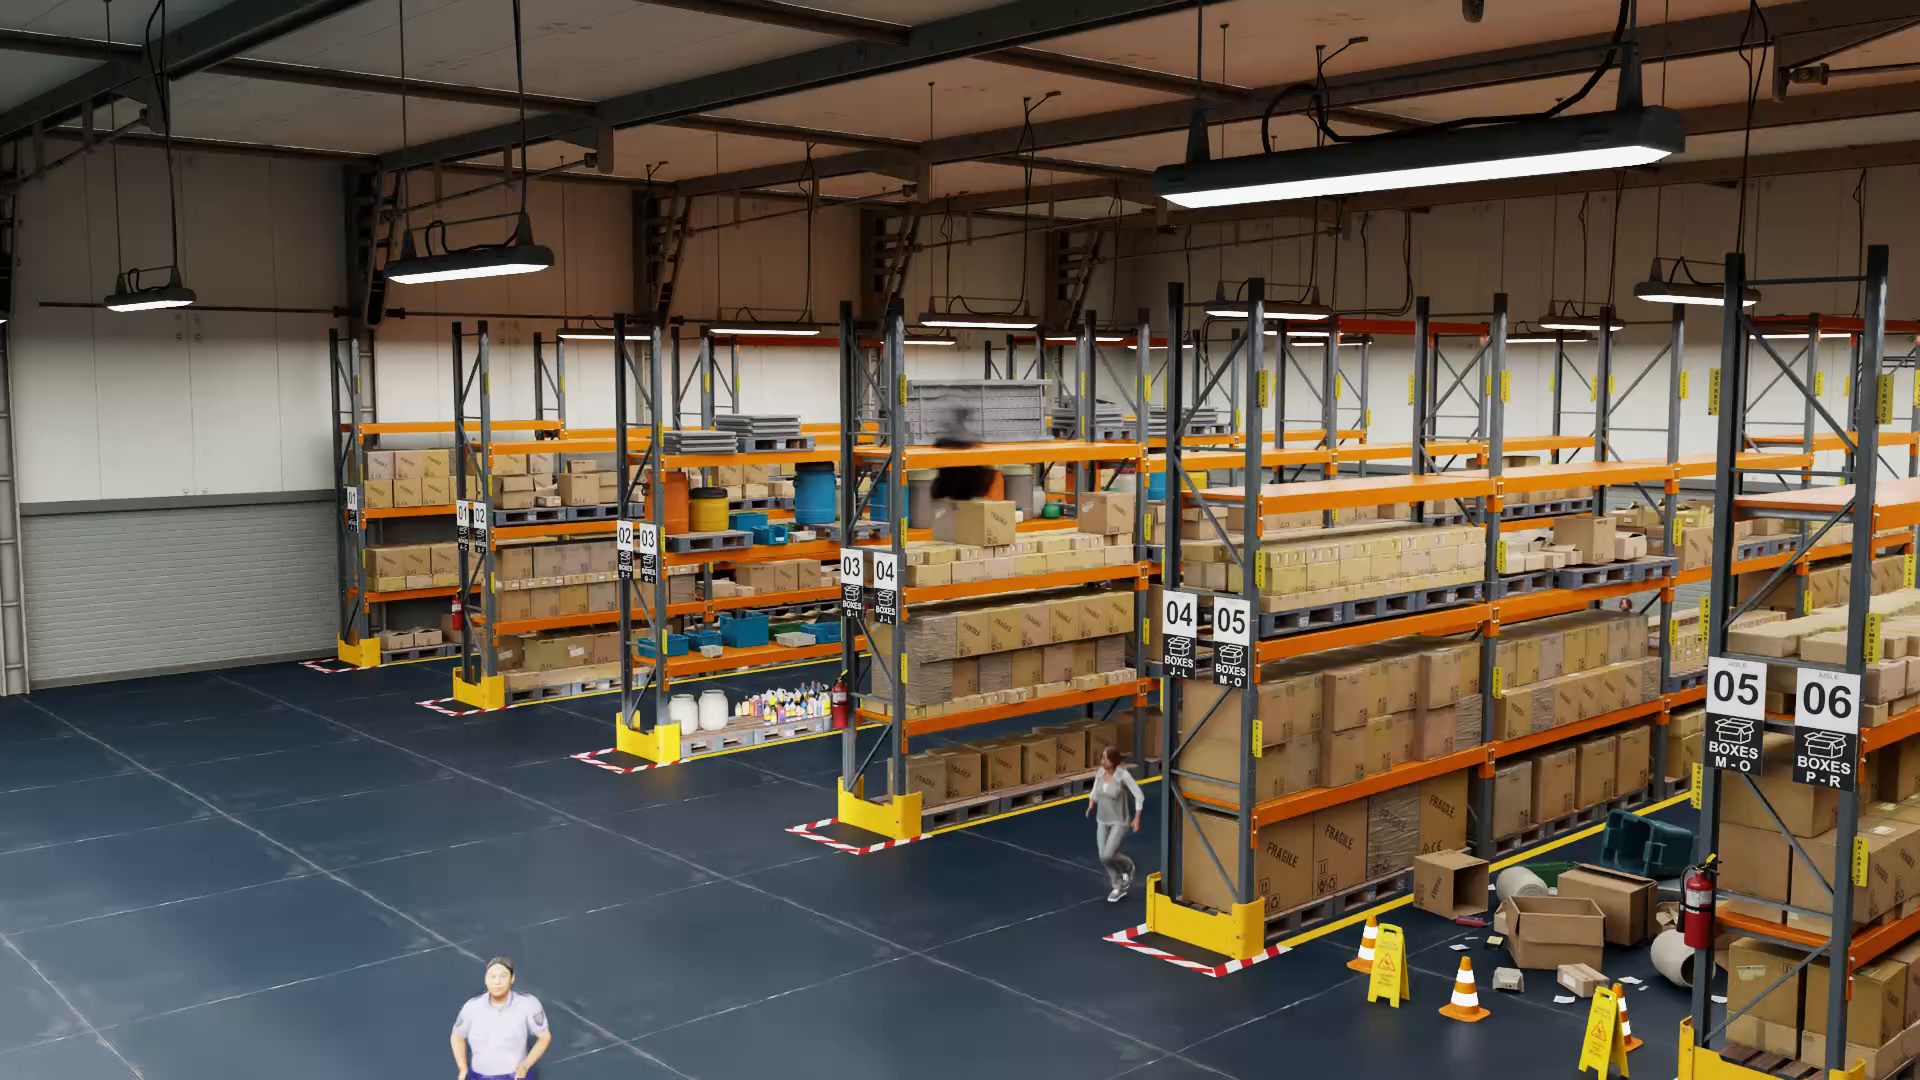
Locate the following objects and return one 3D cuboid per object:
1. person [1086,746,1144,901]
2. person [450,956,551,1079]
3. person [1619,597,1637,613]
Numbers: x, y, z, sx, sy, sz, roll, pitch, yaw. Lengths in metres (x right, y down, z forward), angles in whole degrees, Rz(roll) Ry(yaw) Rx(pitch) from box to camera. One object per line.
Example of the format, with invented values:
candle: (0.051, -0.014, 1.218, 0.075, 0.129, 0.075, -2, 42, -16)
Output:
person: (1.490, 2.793, 16.340, 0.553, 1.555, 0.549, 5, 7, 40)
person: (-2.832, 3.360, 10.250, 0.613, 1.599, 0.632, -1, 6, -9)
person: (10.904, 1.710, 27.206, 0.571, 1.554, 0.481, 5, 8, 43)
